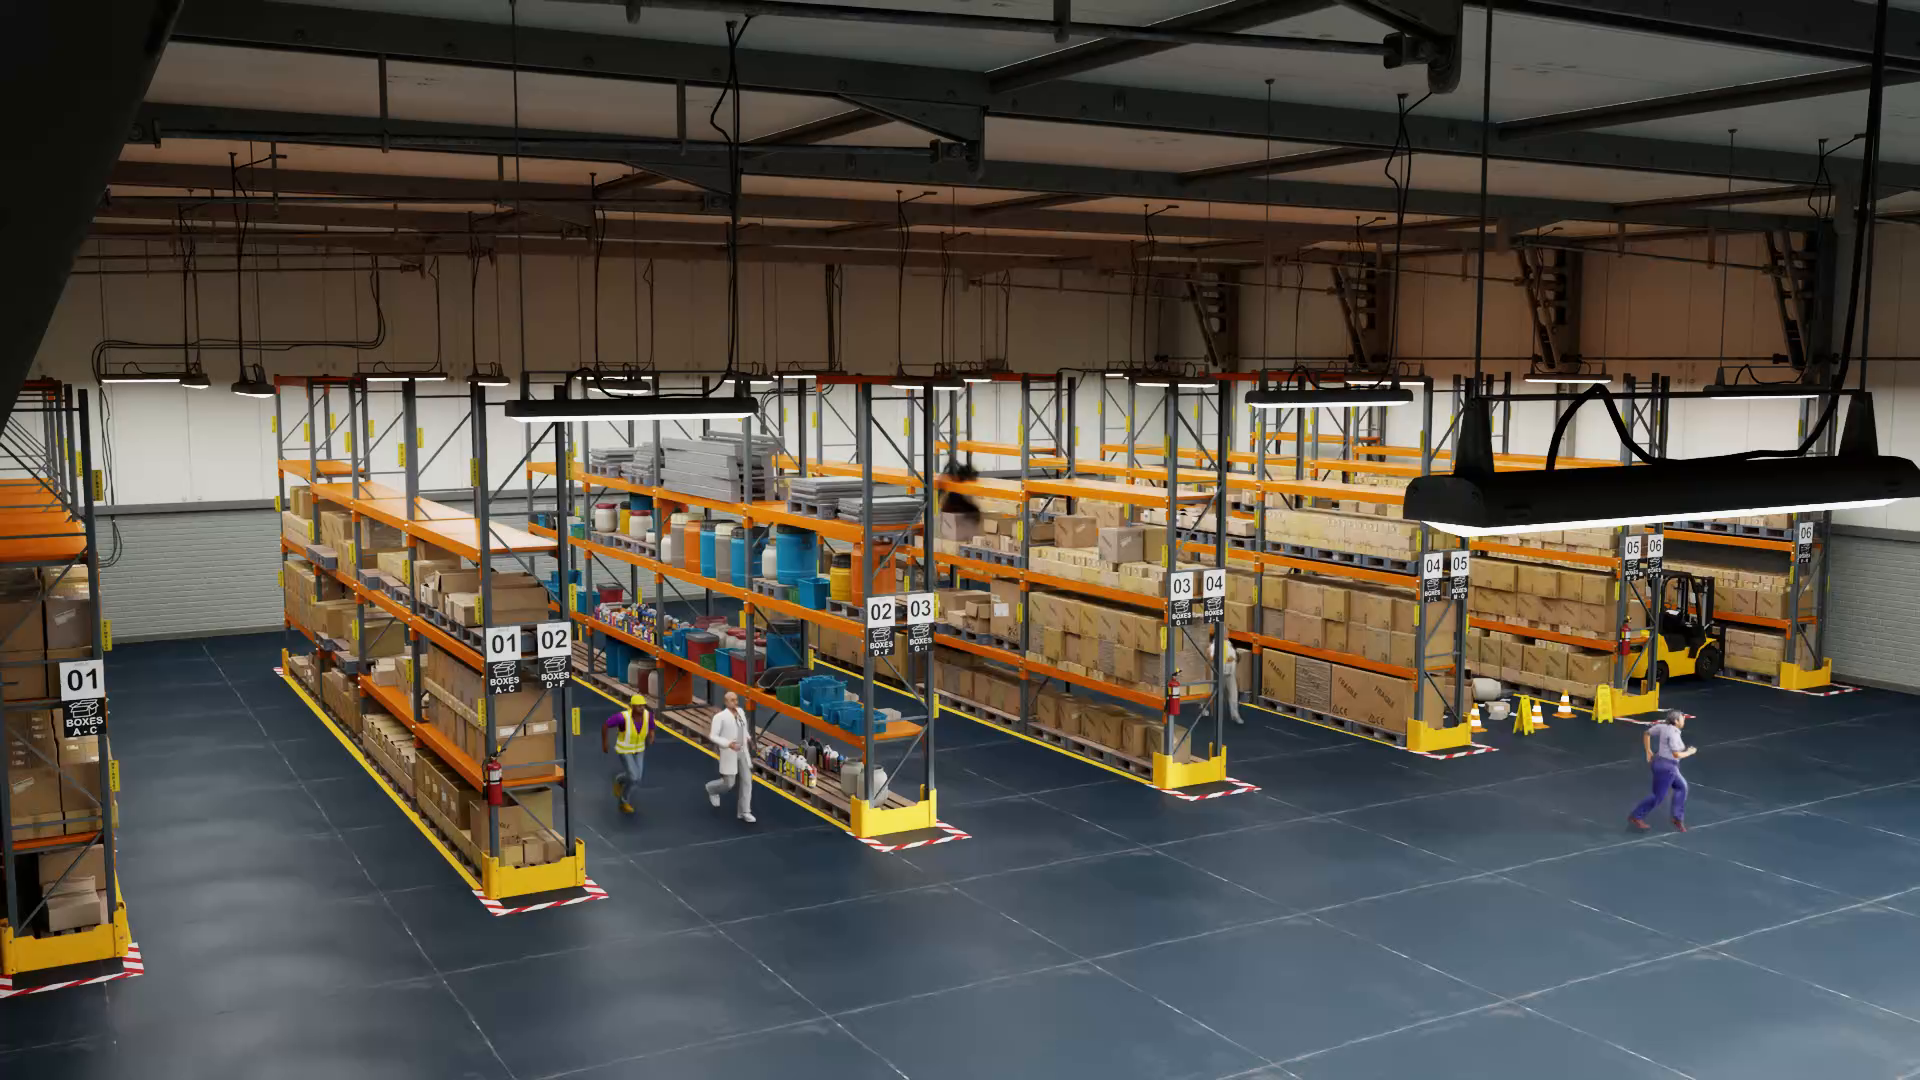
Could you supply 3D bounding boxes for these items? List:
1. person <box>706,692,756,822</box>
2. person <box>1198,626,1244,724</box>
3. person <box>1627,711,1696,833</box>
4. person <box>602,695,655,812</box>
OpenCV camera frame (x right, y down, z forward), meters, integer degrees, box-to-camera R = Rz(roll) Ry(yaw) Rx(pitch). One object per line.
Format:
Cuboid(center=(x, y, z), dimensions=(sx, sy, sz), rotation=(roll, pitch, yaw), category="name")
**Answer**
Cuboid(center=(-3.136, 2.954, 22.894), dimensions=(0.962, 1.759, 0.720), rotation=(6, 9, 43), category="person")
Cuboid(center=(4.578, 2.322, 28.970), dimensions=(0.607, 1.651, 0.941), rotation=(-4, 8, -35), category="person")
Cuboid(center=(9.368, 3.103, 22.209), dimensions=(0.832, 1.690, 0.626), rotation=(1, 6, 7), category="person")
Cuboid(center=(-4.564, 2.971, 23.183), dimensions=(0.711, 1.684, 0.688), rotation=(6, 9, 43), category="person")
